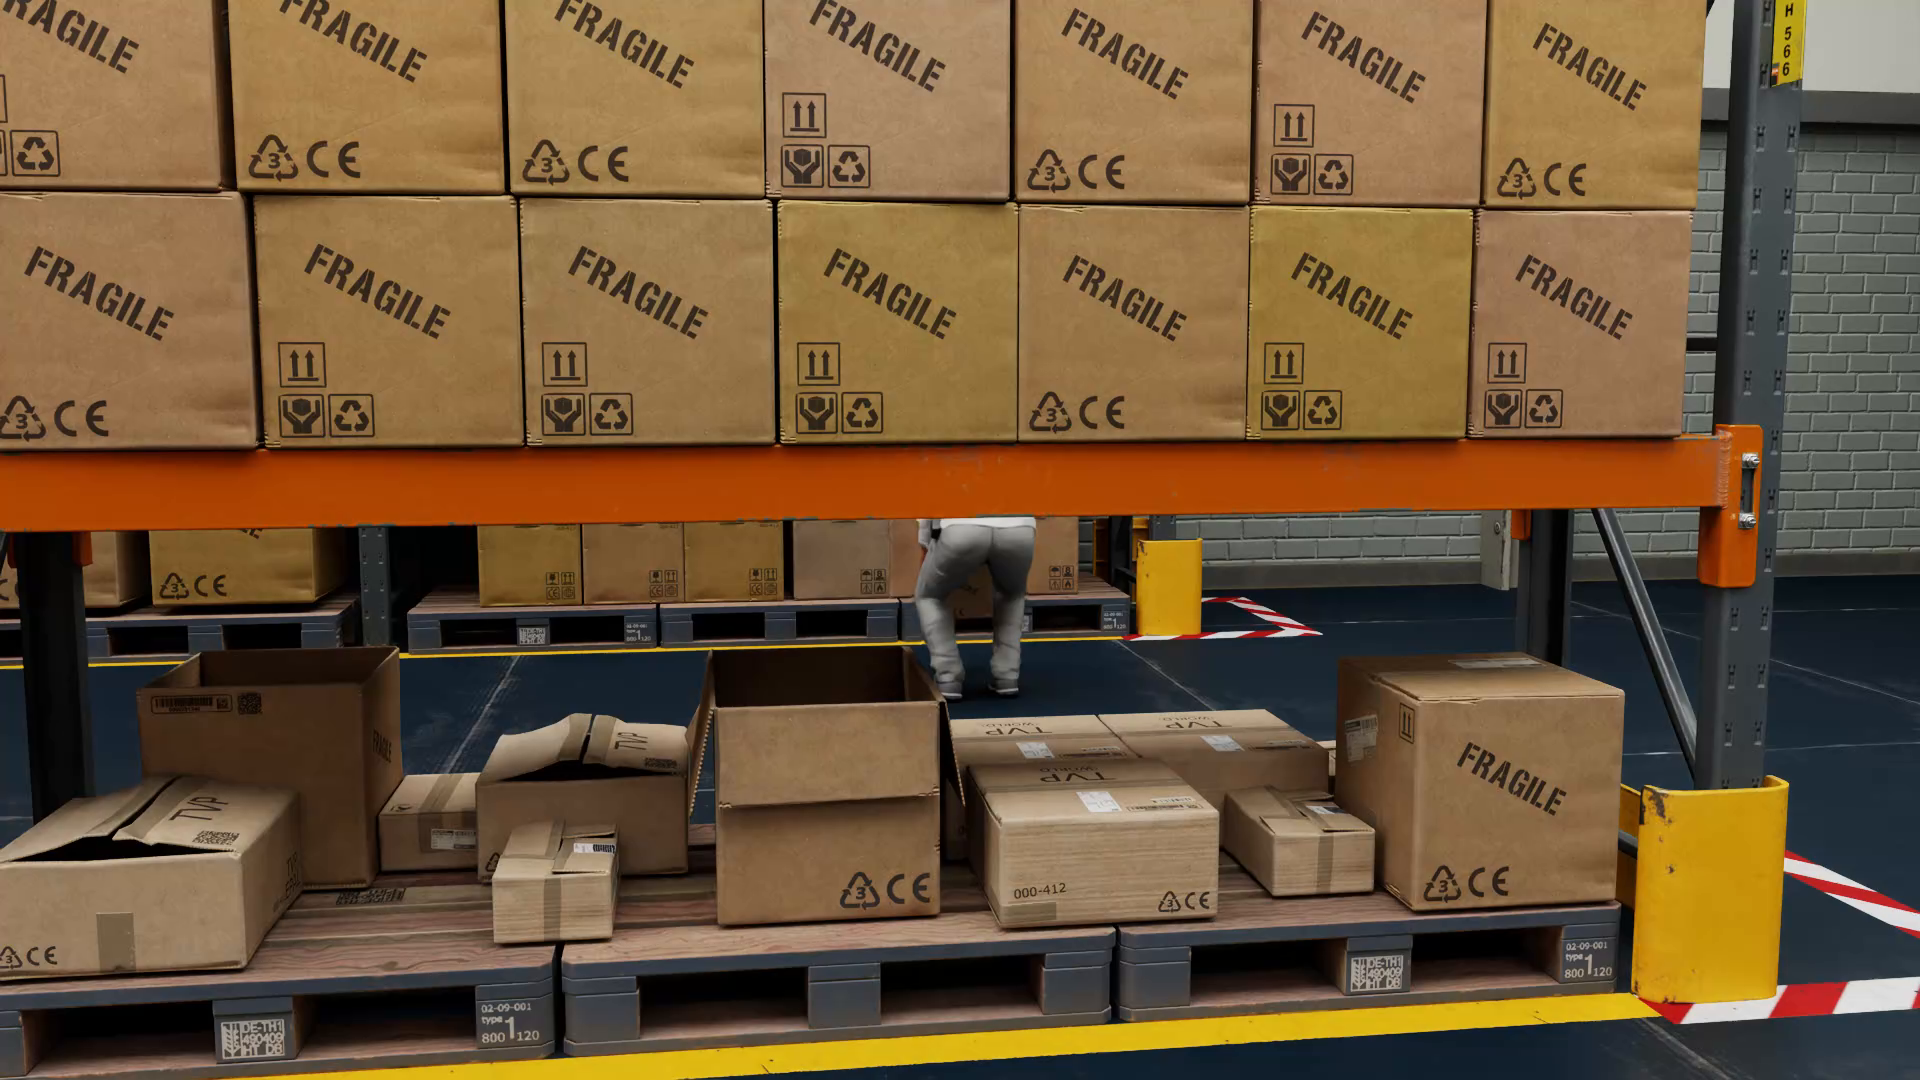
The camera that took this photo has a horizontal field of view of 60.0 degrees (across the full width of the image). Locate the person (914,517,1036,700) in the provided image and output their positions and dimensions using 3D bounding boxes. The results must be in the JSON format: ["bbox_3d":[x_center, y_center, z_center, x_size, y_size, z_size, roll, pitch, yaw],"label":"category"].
[{"bbox_3d":[0.042,0.149,7.322,0.504,1.031,0.938,-1,7,-12],"label":"person"}]
